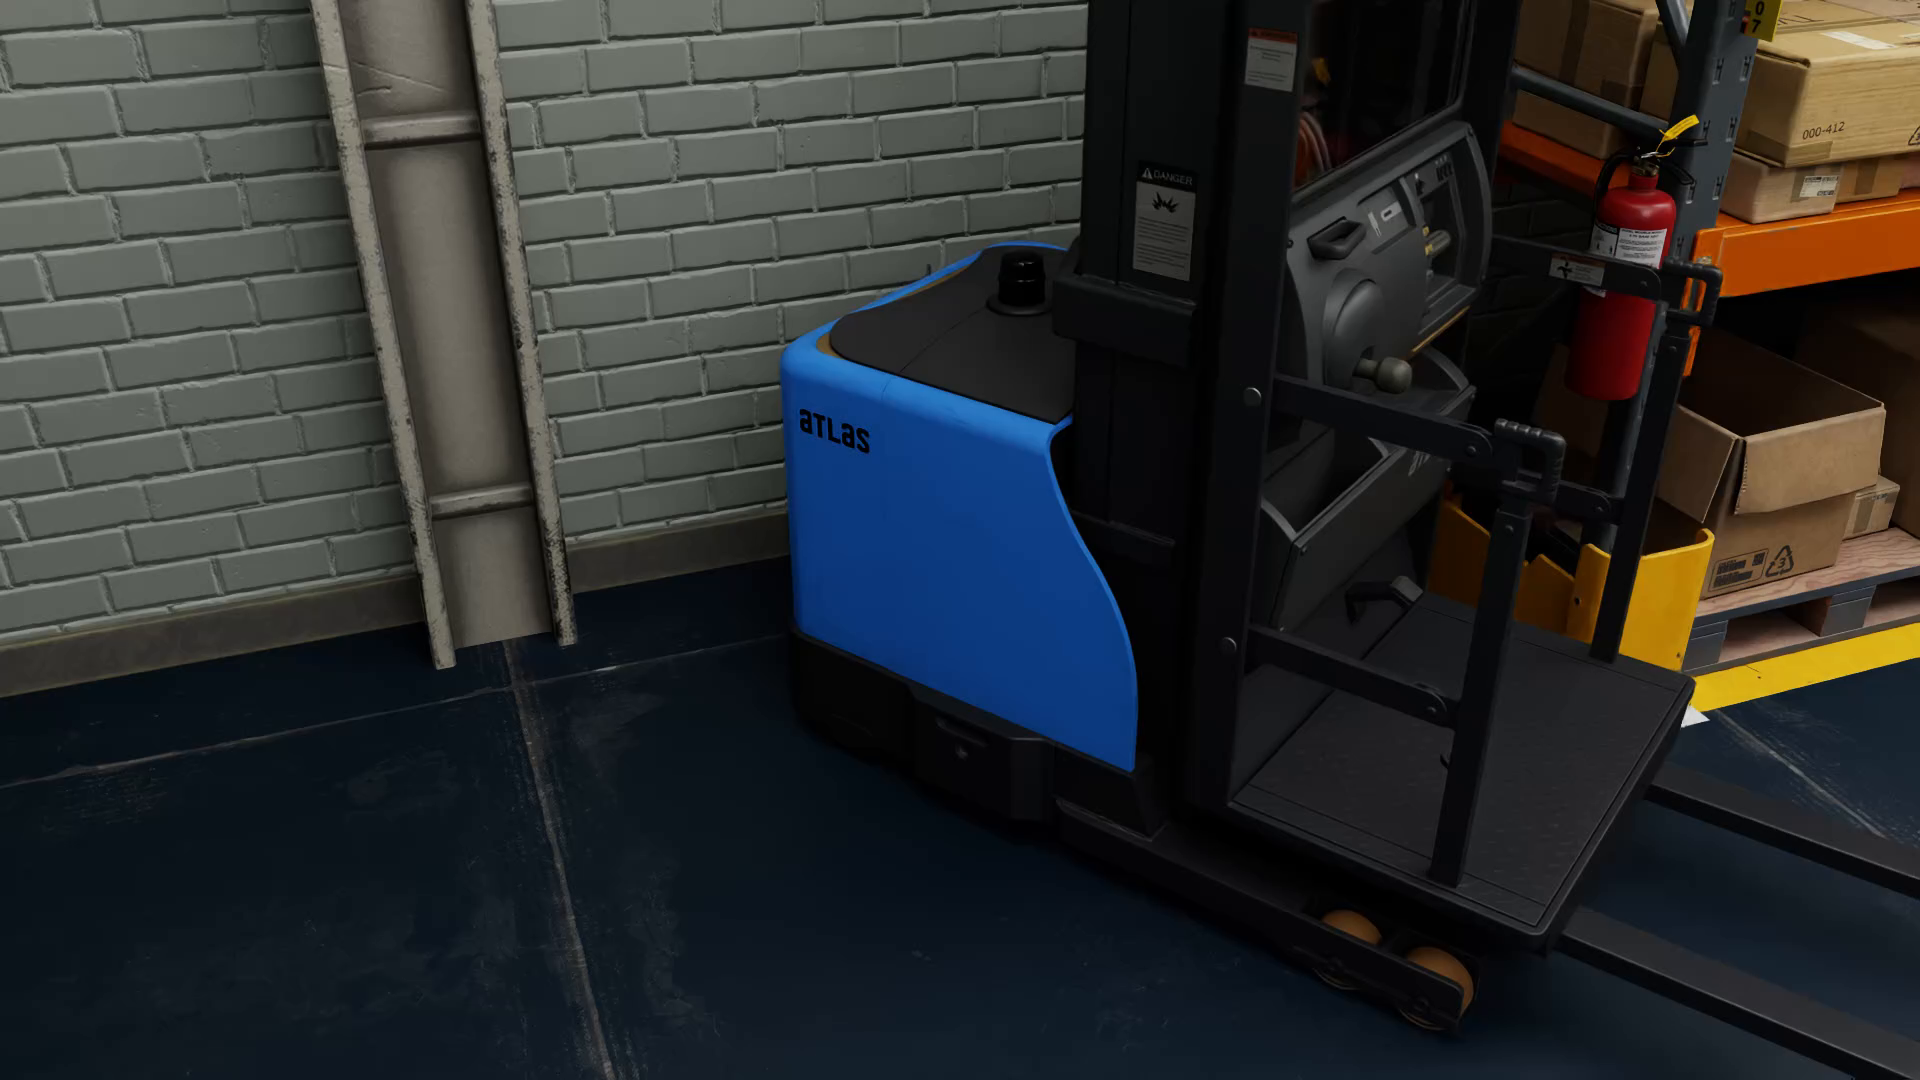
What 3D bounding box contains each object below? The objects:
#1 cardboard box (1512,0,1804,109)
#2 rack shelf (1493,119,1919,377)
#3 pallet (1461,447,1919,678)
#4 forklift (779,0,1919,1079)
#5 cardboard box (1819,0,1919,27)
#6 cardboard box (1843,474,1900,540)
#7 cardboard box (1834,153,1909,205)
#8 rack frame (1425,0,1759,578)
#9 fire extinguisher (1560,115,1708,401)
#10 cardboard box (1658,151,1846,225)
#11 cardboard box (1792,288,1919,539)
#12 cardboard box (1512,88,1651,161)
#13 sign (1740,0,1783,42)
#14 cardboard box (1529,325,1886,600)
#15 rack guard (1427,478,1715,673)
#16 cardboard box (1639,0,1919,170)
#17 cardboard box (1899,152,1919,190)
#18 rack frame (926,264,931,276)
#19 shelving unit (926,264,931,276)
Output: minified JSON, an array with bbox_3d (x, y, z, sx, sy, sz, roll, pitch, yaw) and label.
[{"bbox_3d":[1.854,-1.362,4.461,0.500,0.250,0.500,-10,31,-16],"label":"cardboard box"},{"bbox_3d":[3.390,-1.128,4.926,4.000,0.370,1.077,-10,31,-18],"label":"rack shelf"},{"bbox_3d":[2.334,-0.035,5.098,1.213,0.211,1.003,-10,31,-18],"label":"pallet"},{"bbox_3d":[1.049,-0.555,3.264,3.031,2.935,1.130,20,35,31],"label":"forklift"},{"bbox_3d":[2.507,-1.200,4.177,0.500,0.250,0.500,-10,31,-17],"label":"cardboard box"},{"bbox_3d":[2.534,-0.156,4.949,0.250,0.149,0.380,-12,32,-20],"label":"cardboard box"},{"bbox_3d":[2.141,-0.981,4.195,0.250,0.149,0.380,-10,31,-16],"label":"cardboard box"},{"bbox_3d":[1.516,-1.095,4.142,0.127,3.000,1.000,-10,31,-18],"label":"rack frame"},{"bbox_3d":[1.539,-0.660,3.833,0.183,0.674,0.296,-10,31,-18],"label":"fire extinguisher"},{"bbox_3d":[1.919,-0.916,4.081,0.250,0.149,0.380,-11,31,-18],"label":"cardboard box"},{"bbox_3d":[2.937,-0.383,4.993,0.500,0.500,0.700,-9,31,-16],"label":"cardboard box"},{"bbox_3d":[1.733,-1.168,4.523,0.250,0.149,0.380,-11,31,-18],"label":"cardboard box"},{"bbox_3d":[1.705,-1.220,3.486,0.005,0.325,0.100,-10,31,-18],"label":"sign"},{"bbox_3d":[2.122,-0.255,4.764,0.637,0.503,0.797,-12,32,-20],"label":"cardboard box"},{"bbox_3d":[1.587,-0.022,4.784,0.348,0.500,1.175,-10,31,-18],"label":"rack guard"},{"bbox_3d":[2.035,-1.113,4.024,0.500,0.250,0.500,-10,31,-17],"label":"cardboard box"},{"bbox_3d":[2.376,-1.042,4.303,0.250,0.149,0.380,-11,31,-18],"label":"cardboard box"},{"bbox_3d":[-0.067,-0.353,4.947,0.006,0.900,0.240,-8,31,-18],"label":"rack frame"},{"bbox_3d":[0.028,-0.367,4.979,0.210,0.900,0.258,-8,31,-18],"label":"shelving unit"}]
